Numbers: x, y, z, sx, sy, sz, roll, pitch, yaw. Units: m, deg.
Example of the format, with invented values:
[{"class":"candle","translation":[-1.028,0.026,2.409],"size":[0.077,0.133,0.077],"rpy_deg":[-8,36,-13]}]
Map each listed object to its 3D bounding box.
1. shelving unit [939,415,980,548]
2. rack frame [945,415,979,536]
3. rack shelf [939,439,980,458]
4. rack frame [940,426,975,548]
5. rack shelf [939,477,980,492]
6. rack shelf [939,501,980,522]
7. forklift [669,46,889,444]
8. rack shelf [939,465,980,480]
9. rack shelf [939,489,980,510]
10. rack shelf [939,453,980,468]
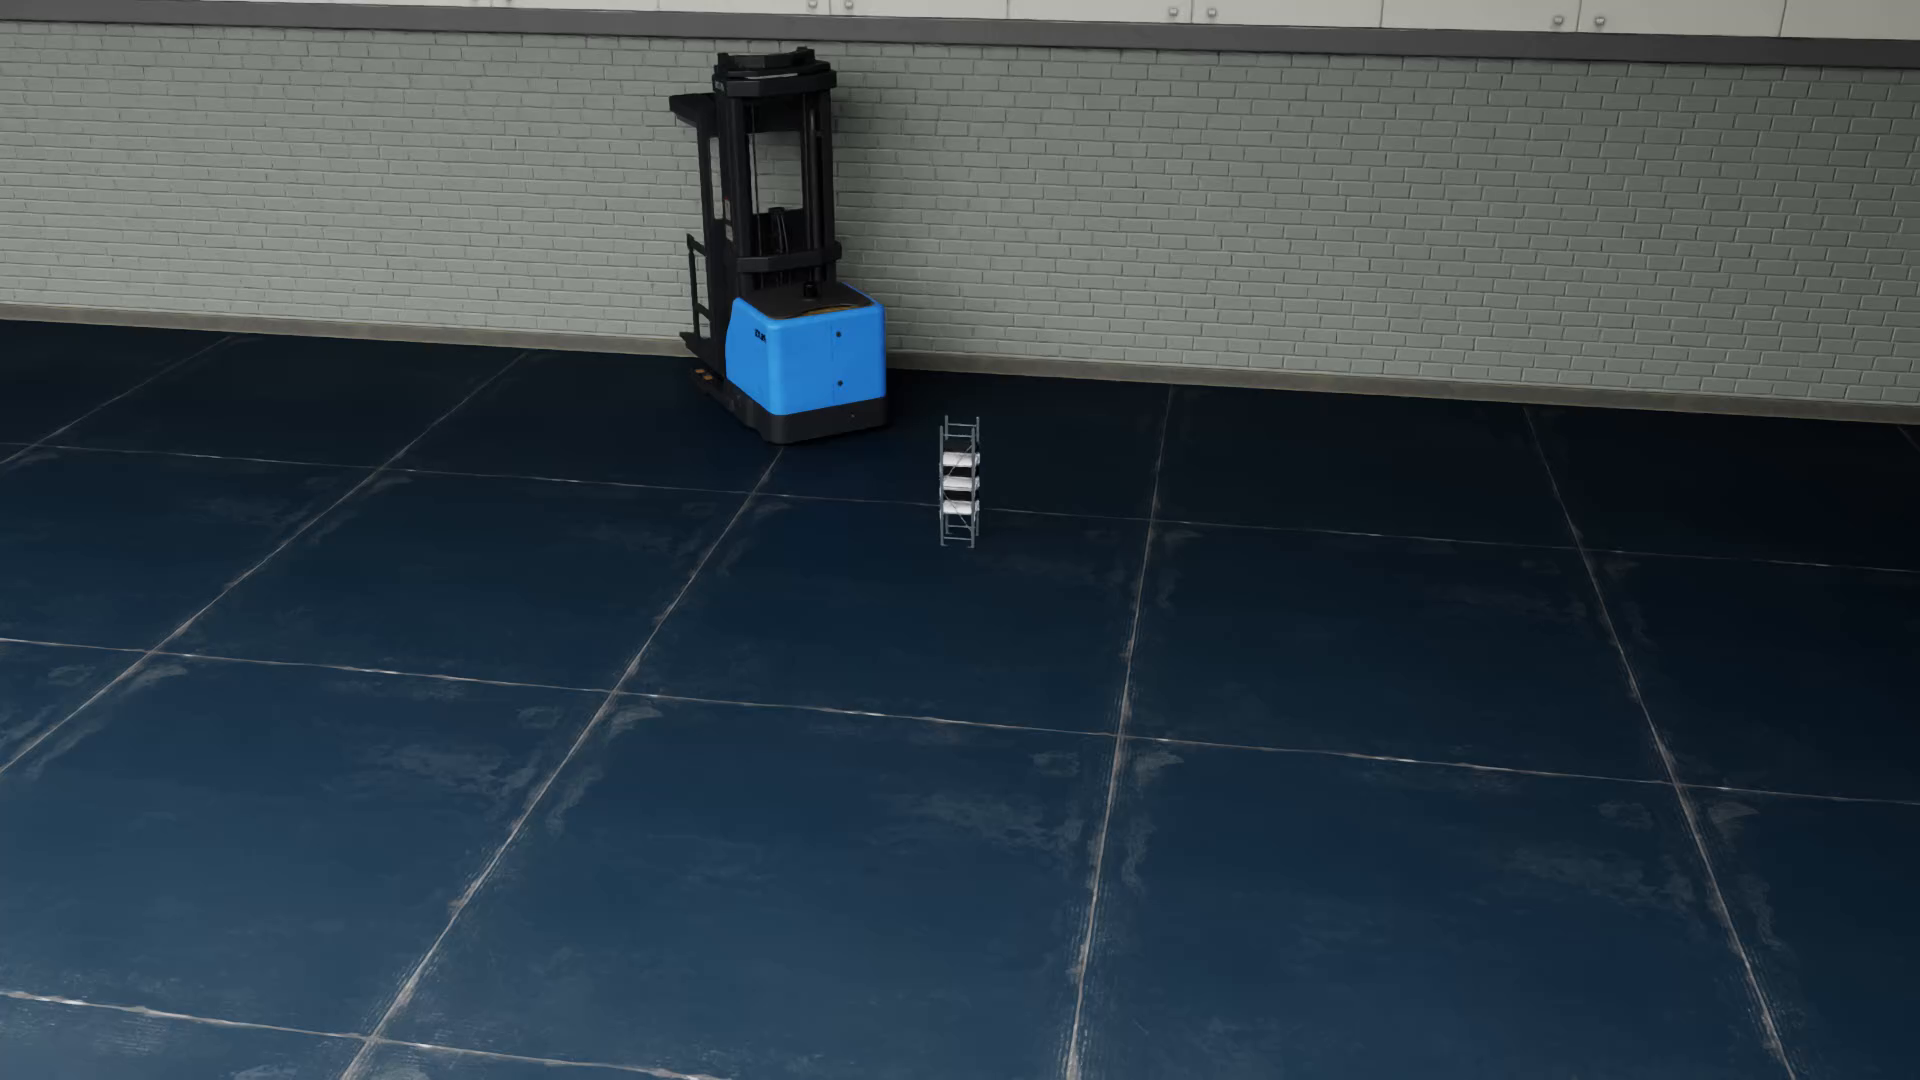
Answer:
[{"class":"shelving unit","translation":[-0.001,-0.404,11.596],"size":[0.258,0.900,0.210],"rpy_deg":[4,25,9]},{"class":"rack frame","translation":[0.015,-0.447,11.687],"size":[0.240,0.900,0.006],"rpy_deg":[4,25,9]},{"class":"rack shelf","translation":[-0.001,-0.619,11.496],"size":[0.258,0.077,0.200],"rpy_deg":[4,25,9]},{"class":"rack frame","translation":[-0.018,-0.362,11.505],"size":[0.240,0.900,0.006],"rpy_deg":[4,25,9]},{"class":"rack shelf","translation":[-0.001,-0.374,11.610],"size":[0.258,0.077,0.200],"rpy_deg":[4,25,9]},{"class":"rack shelf","translation":[-0.001,-0.211,11.687],"size":[0.258,0.077,0.200],"rpy_deg":[4,25,9]},{"class":"forklift","translation":[-1.727,-2.681,14.065],"size":[1.130,2.935,3.031],"rpy_deg":[-13,28,-26]},{"class":"rack shelf","translation":[-0.001,-0.455,11.572],"size":[0.258,0.077,0.200],"rpy_deg":[4,25,9]},{"class":"rack shelf","translation":[-0.001,-0.292,11.649],"size":[0.258,0.077,0.200],"rpy_deg":[4,25,9]},{"class":"rack shelf","translation":[-0.001,-0.537,11.534],"size":[0.258,0.077,0.200],"rpy_deg":[4,25,9]}]
